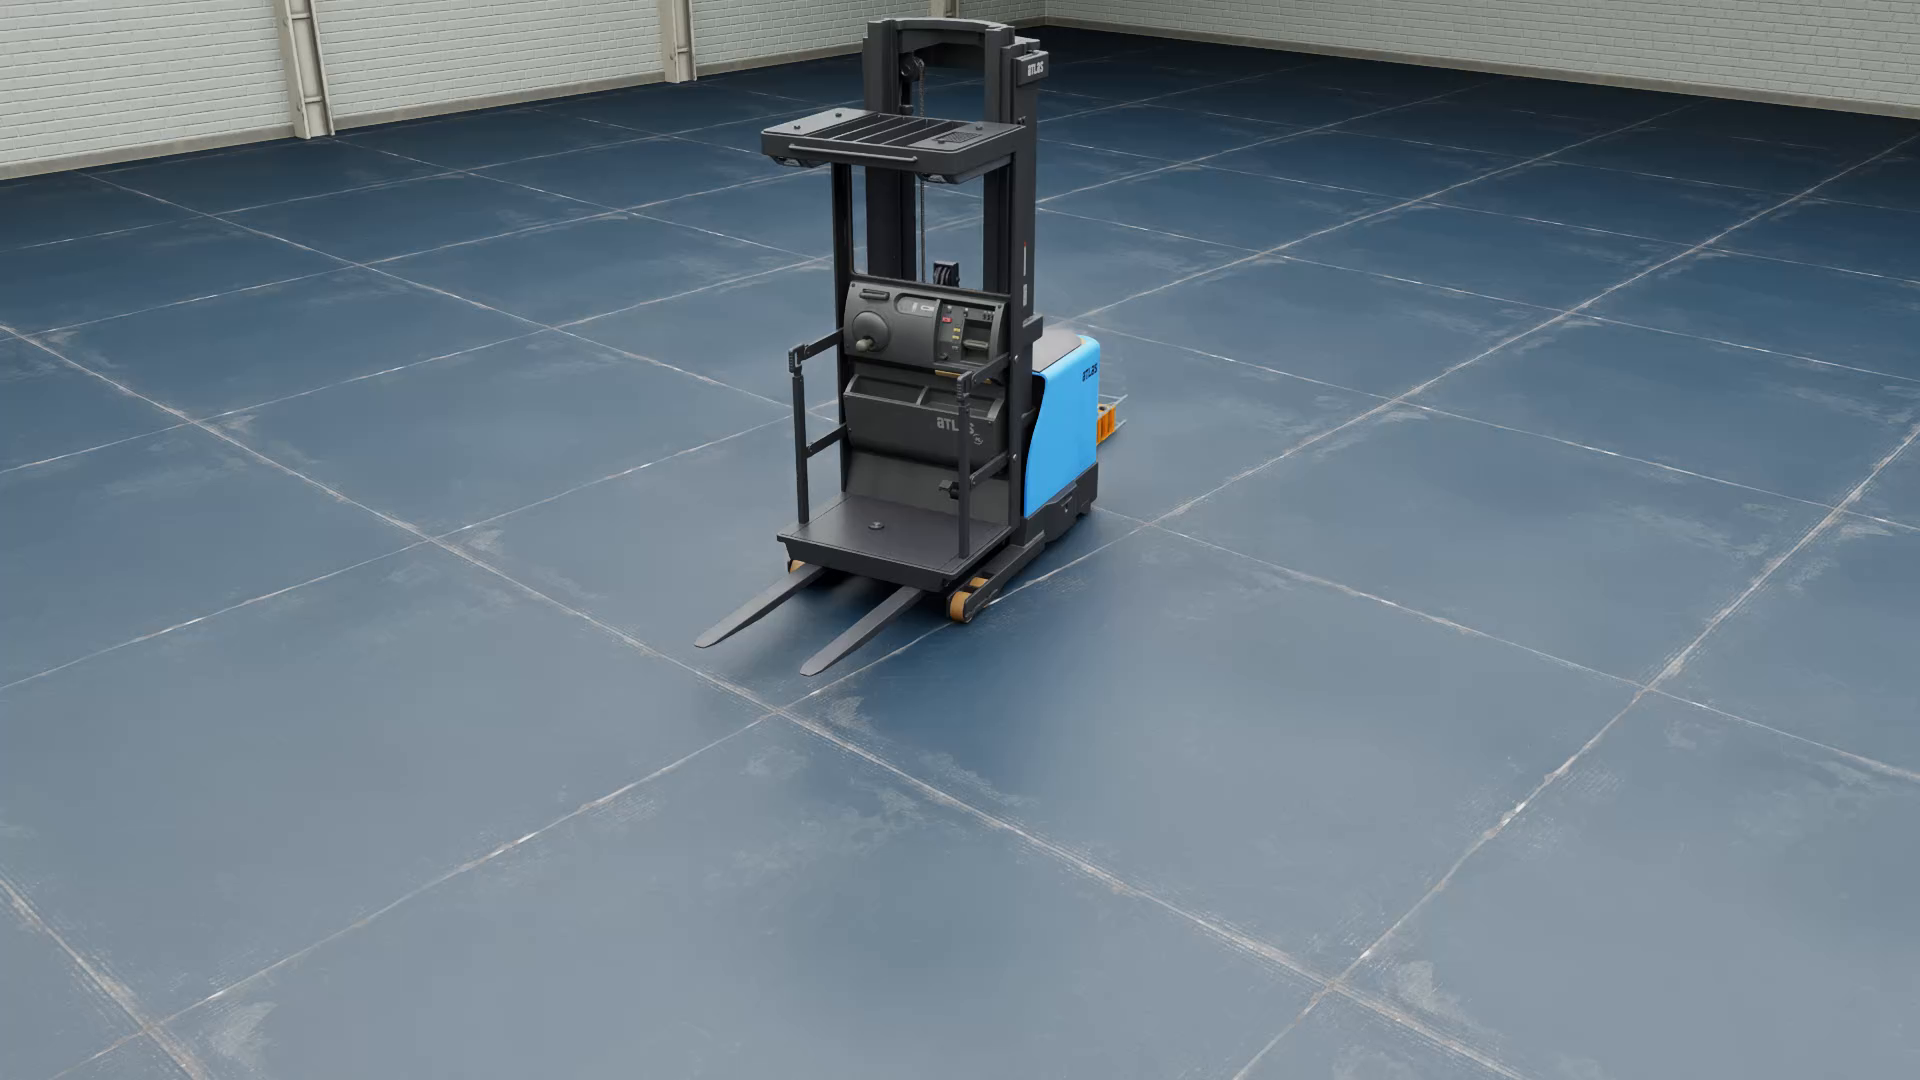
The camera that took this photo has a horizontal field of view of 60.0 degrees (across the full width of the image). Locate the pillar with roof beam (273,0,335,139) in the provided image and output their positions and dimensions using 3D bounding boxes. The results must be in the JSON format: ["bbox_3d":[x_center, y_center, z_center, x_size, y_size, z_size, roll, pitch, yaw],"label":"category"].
[{"bbox_3d":[-5.068,-8.122,16.865,9.100,9.000,0.400,20,31,38],"label":"pillar with roof beam"}]

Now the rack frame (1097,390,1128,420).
[{"bbox_3d":[0.786,-0.806,11.088,0.240,0.006,1.200,12,27,25],"label":"rack frame"}]

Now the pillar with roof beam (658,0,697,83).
[{"bbox_3d":[-1.063,-9.950,20.942,9.100,9.000,0.400,20,31,38],"label":"pillar with roof beam"}]

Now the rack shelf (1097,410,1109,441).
[{"bbox_3d":[0.876,-0.794,11.285,0.258,0.180,0.103,12,27,25],"label":"rack shelf"}]

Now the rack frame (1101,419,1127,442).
[{"bbox_3d":[0.786,-0.639,11.163,0.240,0.006,1.200,12,27,25],"label":"rack frame"}]

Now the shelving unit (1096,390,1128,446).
[{"bbox_3d":[0.786,-0.723,11.126,0.258,0.189,1.200,12,27,25],"label":"shelving unit"}]

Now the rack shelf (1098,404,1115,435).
[{"bbox_3d":[0.930,-0.838,11.382,0.258,0.180,0.103,12,27,25],"label":"rack shelf"}]

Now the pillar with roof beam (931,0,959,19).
[{"bbox_3d":[2.941,-11.778,25.019,9.100,9.000,0.400,20,31,38],"label":"pillar with roof beam"}]

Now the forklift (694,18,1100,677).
[{"bbox_3d":[-0.294,-1.109,8.641,1.130,2.935,3.031,12,27,25],"label":"forklift"}]

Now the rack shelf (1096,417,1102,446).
[{"bbox_3d":[0.821,-0.750,11.187,0.258,0.180,0.103,12,27,25],"label":"rack shelf"}]
